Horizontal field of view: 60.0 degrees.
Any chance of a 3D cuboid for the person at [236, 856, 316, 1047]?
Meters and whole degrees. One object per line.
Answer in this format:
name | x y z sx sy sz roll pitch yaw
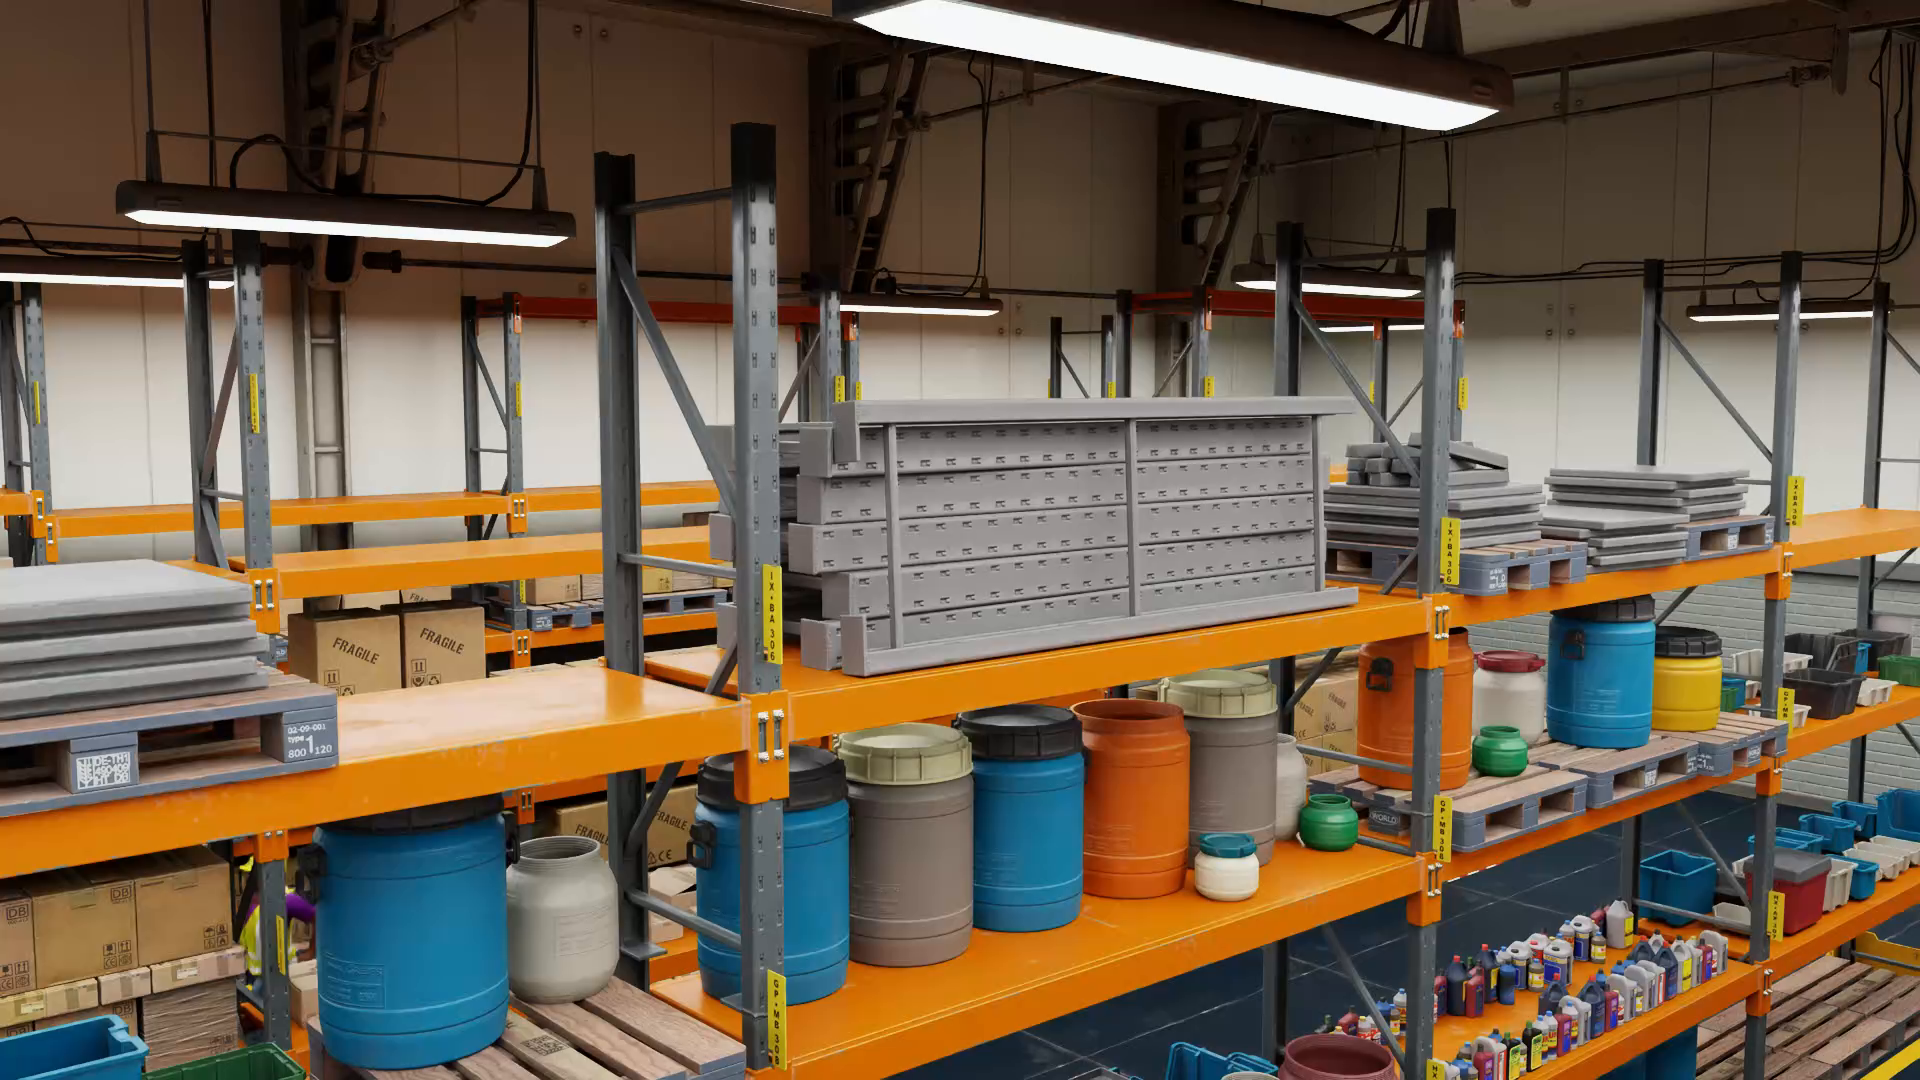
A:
person | -4.993 3.147 12.041 0.689 1.840 0.810 5 7 43
